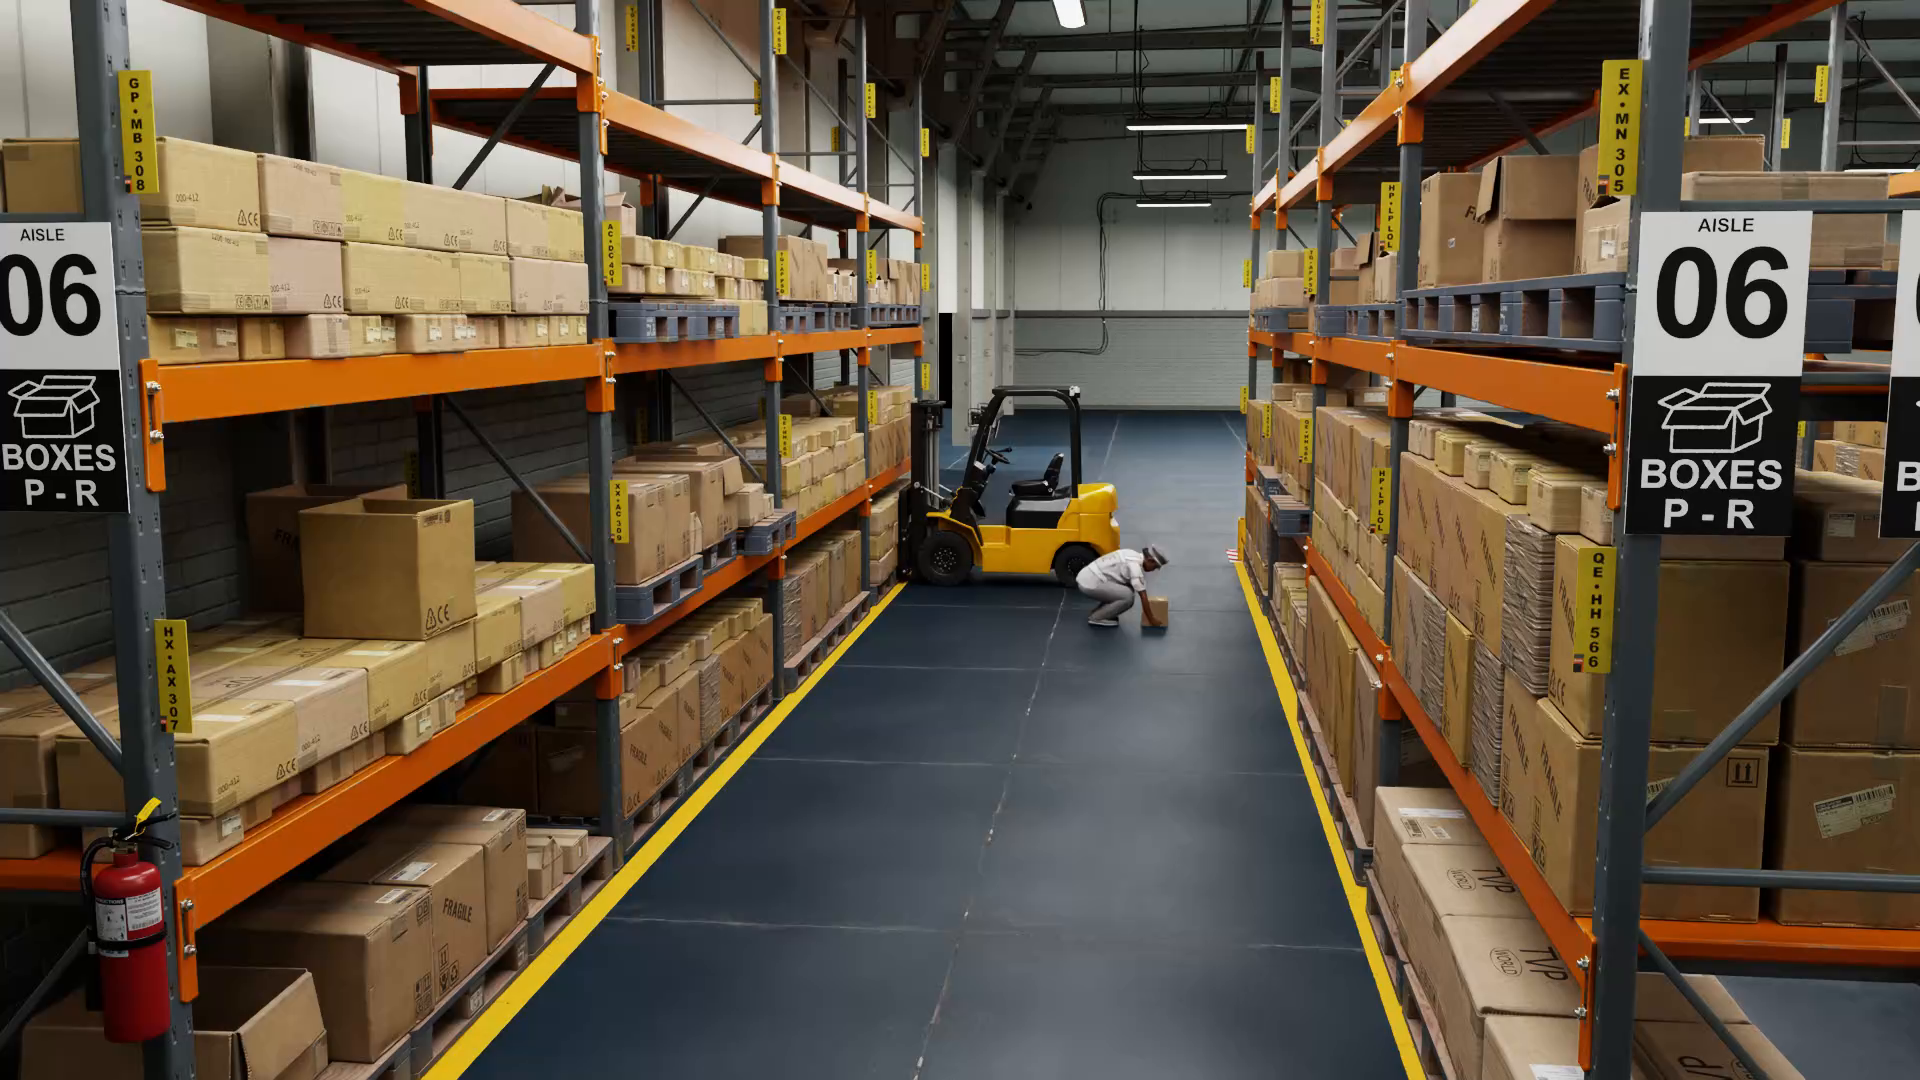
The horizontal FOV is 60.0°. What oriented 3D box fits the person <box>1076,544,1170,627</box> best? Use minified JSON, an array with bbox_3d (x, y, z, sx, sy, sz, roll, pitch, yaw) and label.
[{"bbox_3d":[1.563,0.460,15.983,0.895,0.850,0.474,1,8,6],"label":"person"}]
